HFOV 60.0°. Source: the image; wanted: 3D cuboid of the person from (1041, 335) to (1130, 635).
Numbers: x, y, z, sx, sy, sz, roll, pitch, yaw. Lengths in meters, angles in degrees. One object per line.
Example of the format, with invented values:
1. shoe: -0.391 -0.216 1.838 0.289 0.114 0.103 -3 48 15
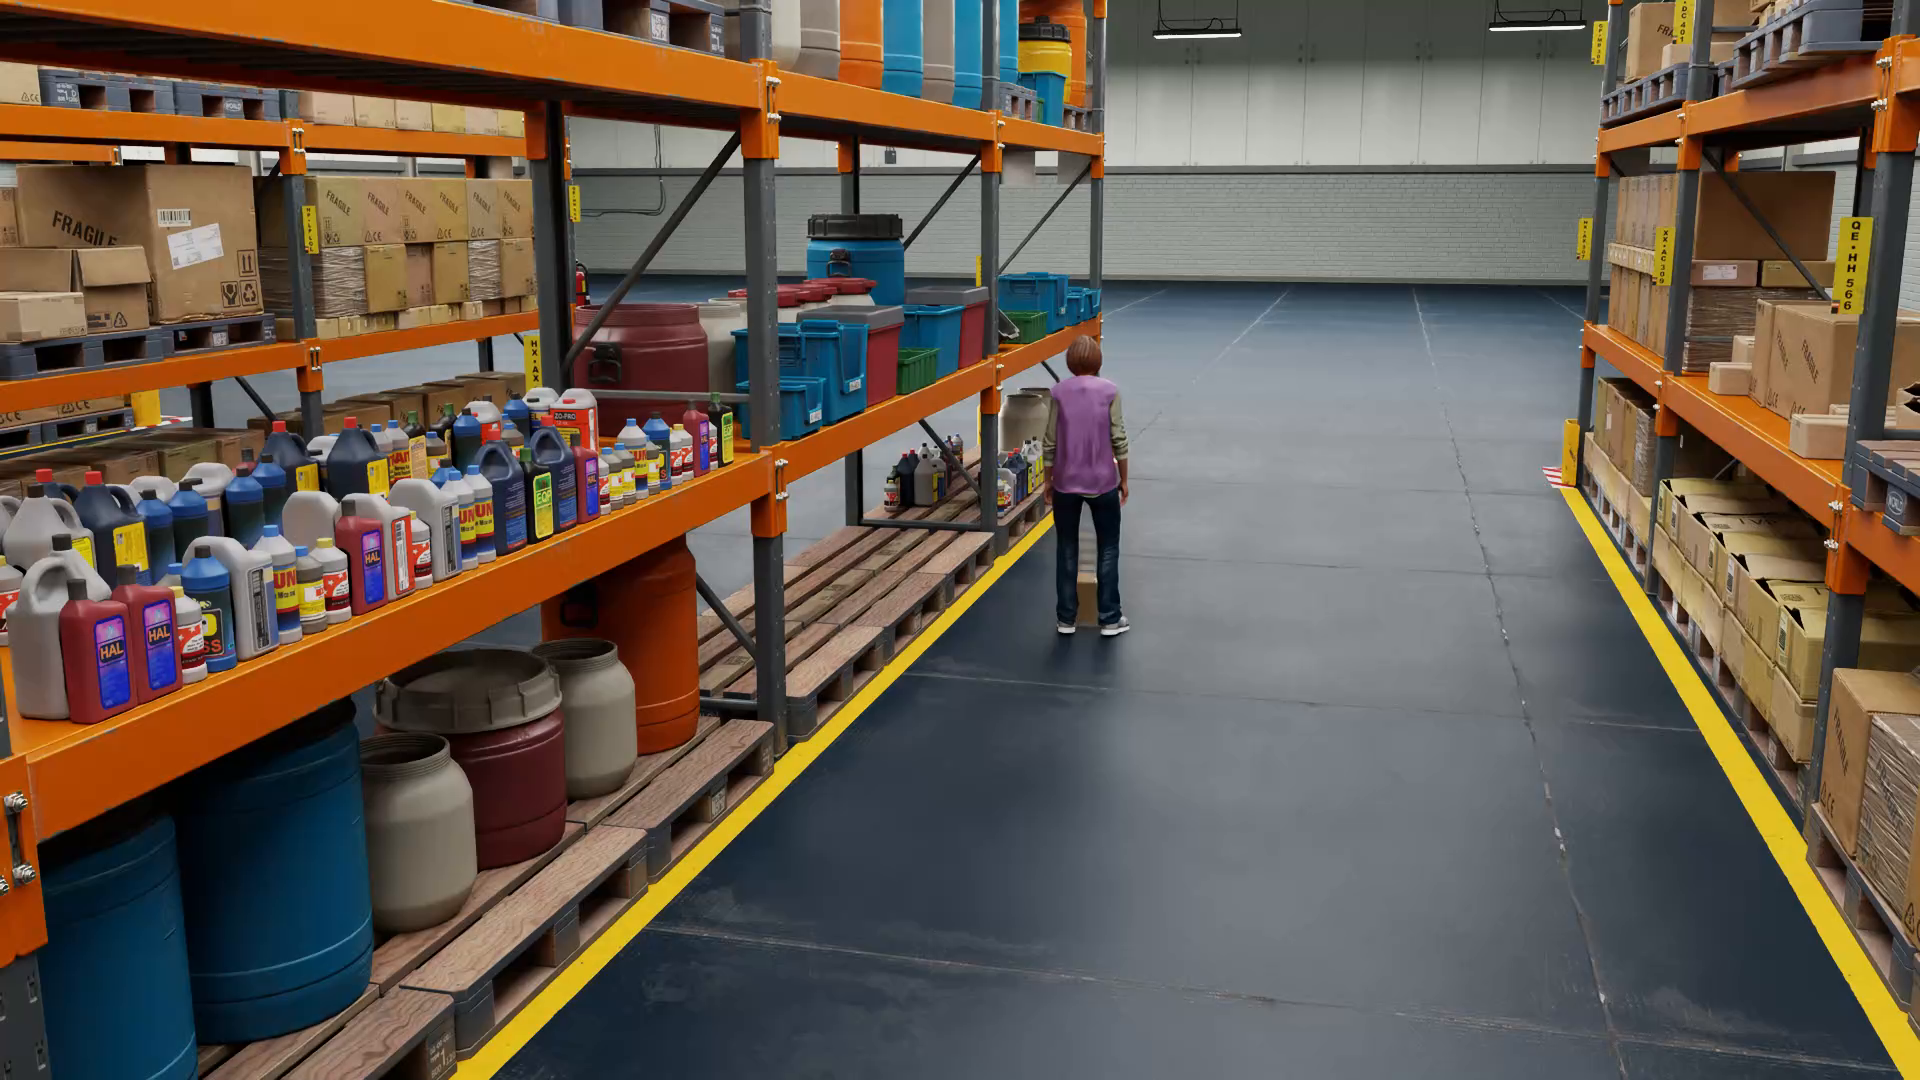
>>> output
1. person: 0.670 -0.280 8.835 0.477 1.591 0.345 2 12 10
